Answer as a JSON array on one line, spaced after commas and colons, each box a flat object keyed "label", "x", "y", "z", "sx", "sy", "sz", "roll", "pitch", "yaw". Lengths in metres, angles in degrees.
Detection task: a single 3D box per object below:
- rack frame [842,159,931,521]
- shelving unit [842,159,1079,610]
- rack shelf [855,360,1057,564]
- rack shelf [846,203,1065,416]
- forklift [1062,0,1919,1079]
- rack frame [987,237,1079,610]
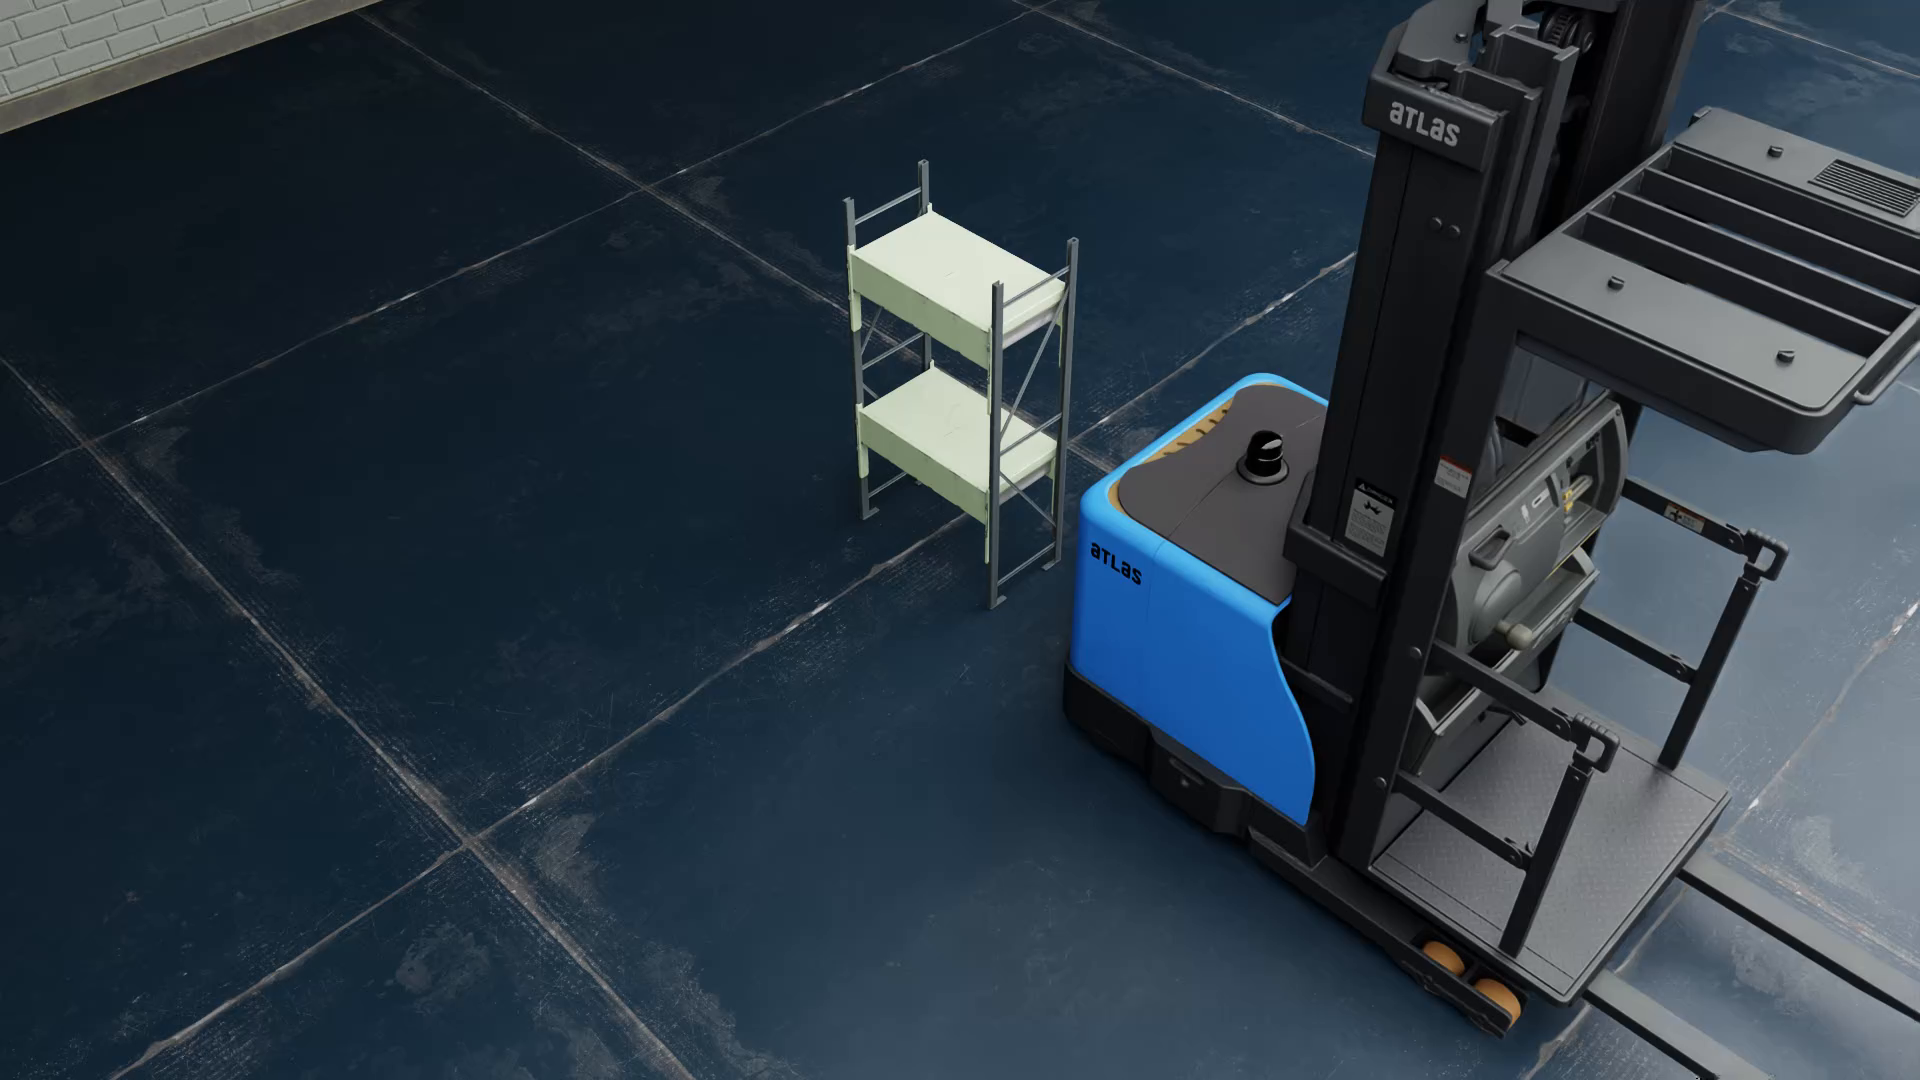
[{"label": "rack frame", "x": -0.263, "y": -0.730, "z": 6.435, "sx": 0.400, "sy": 1.500, "sz": 0.023, "roll": -34, "pitch": 53, "yaw": -31}, {"label": "shelving unit", "x": -0.005, "y": -0.554, "z": 6.244, "sx": 0.431, "sy": 1.500, "sz": 0.755, "roll": -34, "pitch": 53, "yaw": -31}, {"label": "rack shelf", "x": -0.005, "y": -0.315, "z": 6.466, "sx": 0.431, "sy": 0.370, "sz": 0.720, "roll": -34, "pitch": 53, "yaw": -31}, {"label": "rack shelf", "x": -0.005, "y": -0.841, "z": 5.980, "sx": 0.431, "sy": 0.370, "sz": 0.720, "roll": -34, "pitch": 53, "yaw": -31}, {"label": "forklift", "x": 1.776, "y": 0.033, "z": 4.555, "sx": 3.031, "sy": 2.935, "sz": 1.130, "roll": 33, "pitch": 52, "yaw": 31}, {"label": "rack frame", "x": 0.254, "y": -0.378, "z": 6.054, "sx": 0.400, "sy": 1.500, "sz": 0.023, "roll": -34, "pitch": 53, "yaw": -31}]
